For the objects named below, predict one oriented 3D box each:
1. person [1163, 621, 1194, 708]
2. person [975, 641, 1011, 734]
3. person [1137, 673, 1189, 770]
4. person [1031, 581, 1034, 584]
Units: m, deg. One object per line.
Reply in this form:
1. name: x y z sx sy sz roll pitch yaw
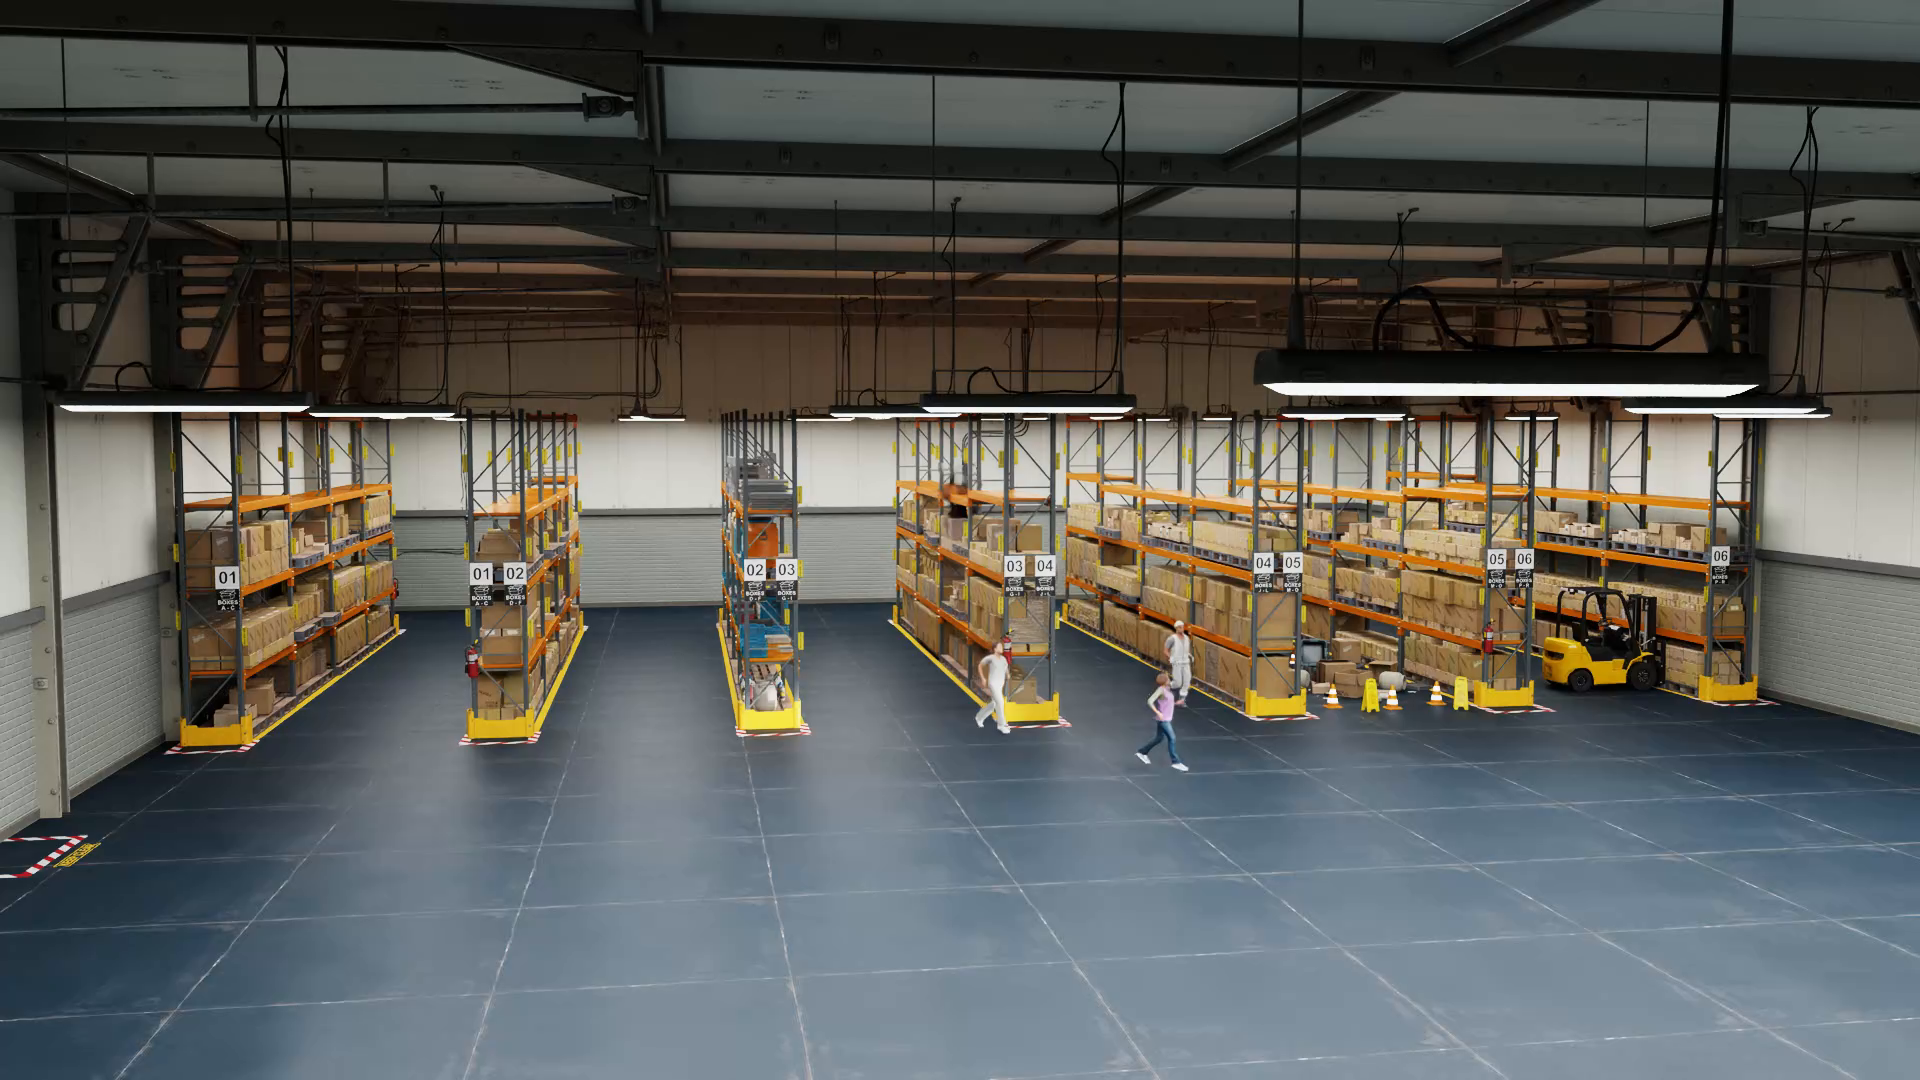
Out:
1. person: 4.441 2.503 33.680 0.653 1.749 0.734 -2 4 -23
2. person: 0.697 2.719 31.033 0.898 1.660 0.590 4 6 44
3. person: 3.348 2.984 27.464 0.879 1.595 0.530 1 4 14
4. person: 1.872 1.806 44.276 0.573 1.688 0.847 -1 4 -14
